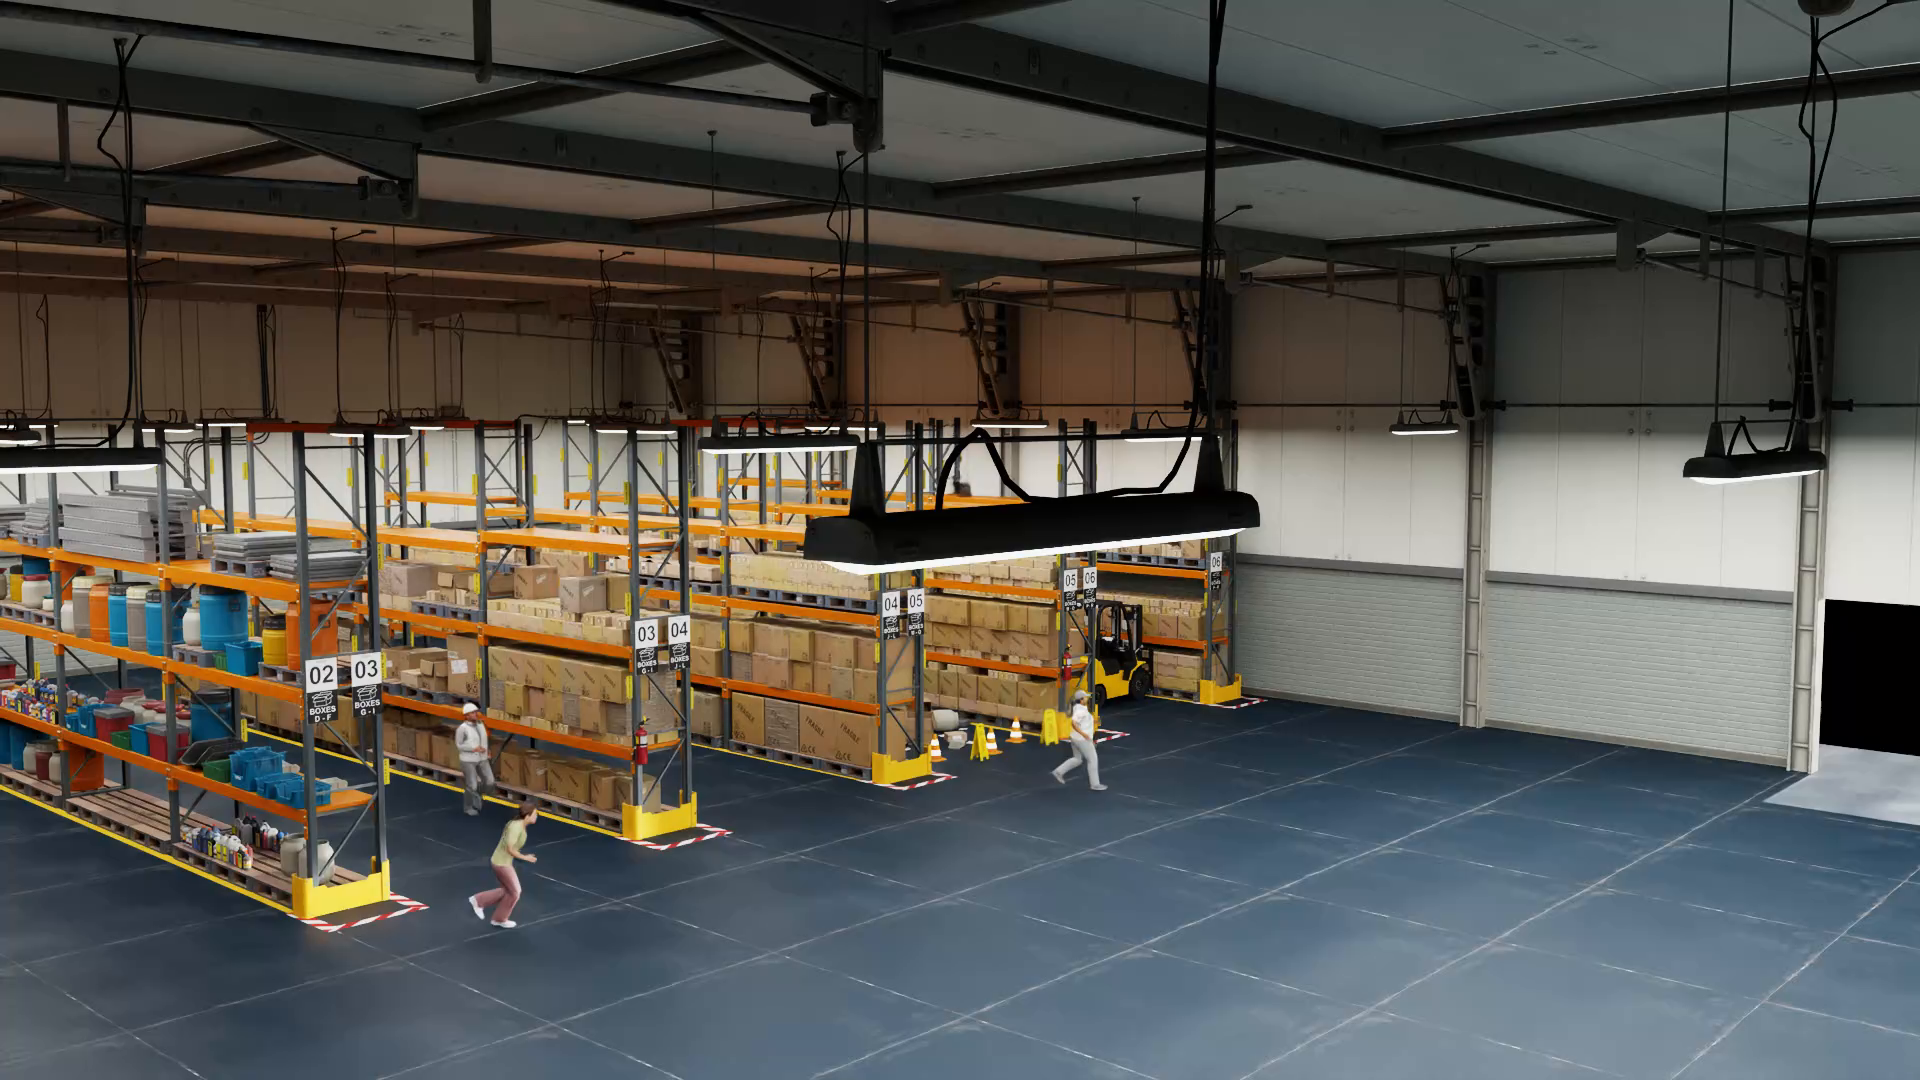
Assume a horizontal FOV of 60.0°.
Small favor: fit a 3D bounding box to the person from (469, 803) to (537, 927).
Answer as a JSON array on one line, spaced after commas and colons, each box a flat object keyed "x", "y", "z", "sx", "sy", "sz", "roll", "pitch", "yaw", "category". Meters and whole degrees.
[{"x": -5.530, "y": 3.942, "z": 20.155, "sx": 0.823, "sy": 1.519, "sz": 0.587, "roll": -1, "pitch": 5, "yaw": -10, "category": "person"}]

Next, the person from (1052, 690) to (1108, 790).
[{"x": 1.975, "y": 3.276, "z": 27.234, "sx": 0.913, "sy": 1.631, "sz": 0.615, "roll": -1, "pitch": 5, "yaw": -9, "category": "person"}]

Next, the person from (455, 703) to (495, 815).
[{"x": -7.427, "y": 3.369, "z": 25.550, "sx": 0.603, "sy": 1.732, "sz": 0.643, "roll": 4, "pitch": 6, "yaw": 38, "category": "person"}]
